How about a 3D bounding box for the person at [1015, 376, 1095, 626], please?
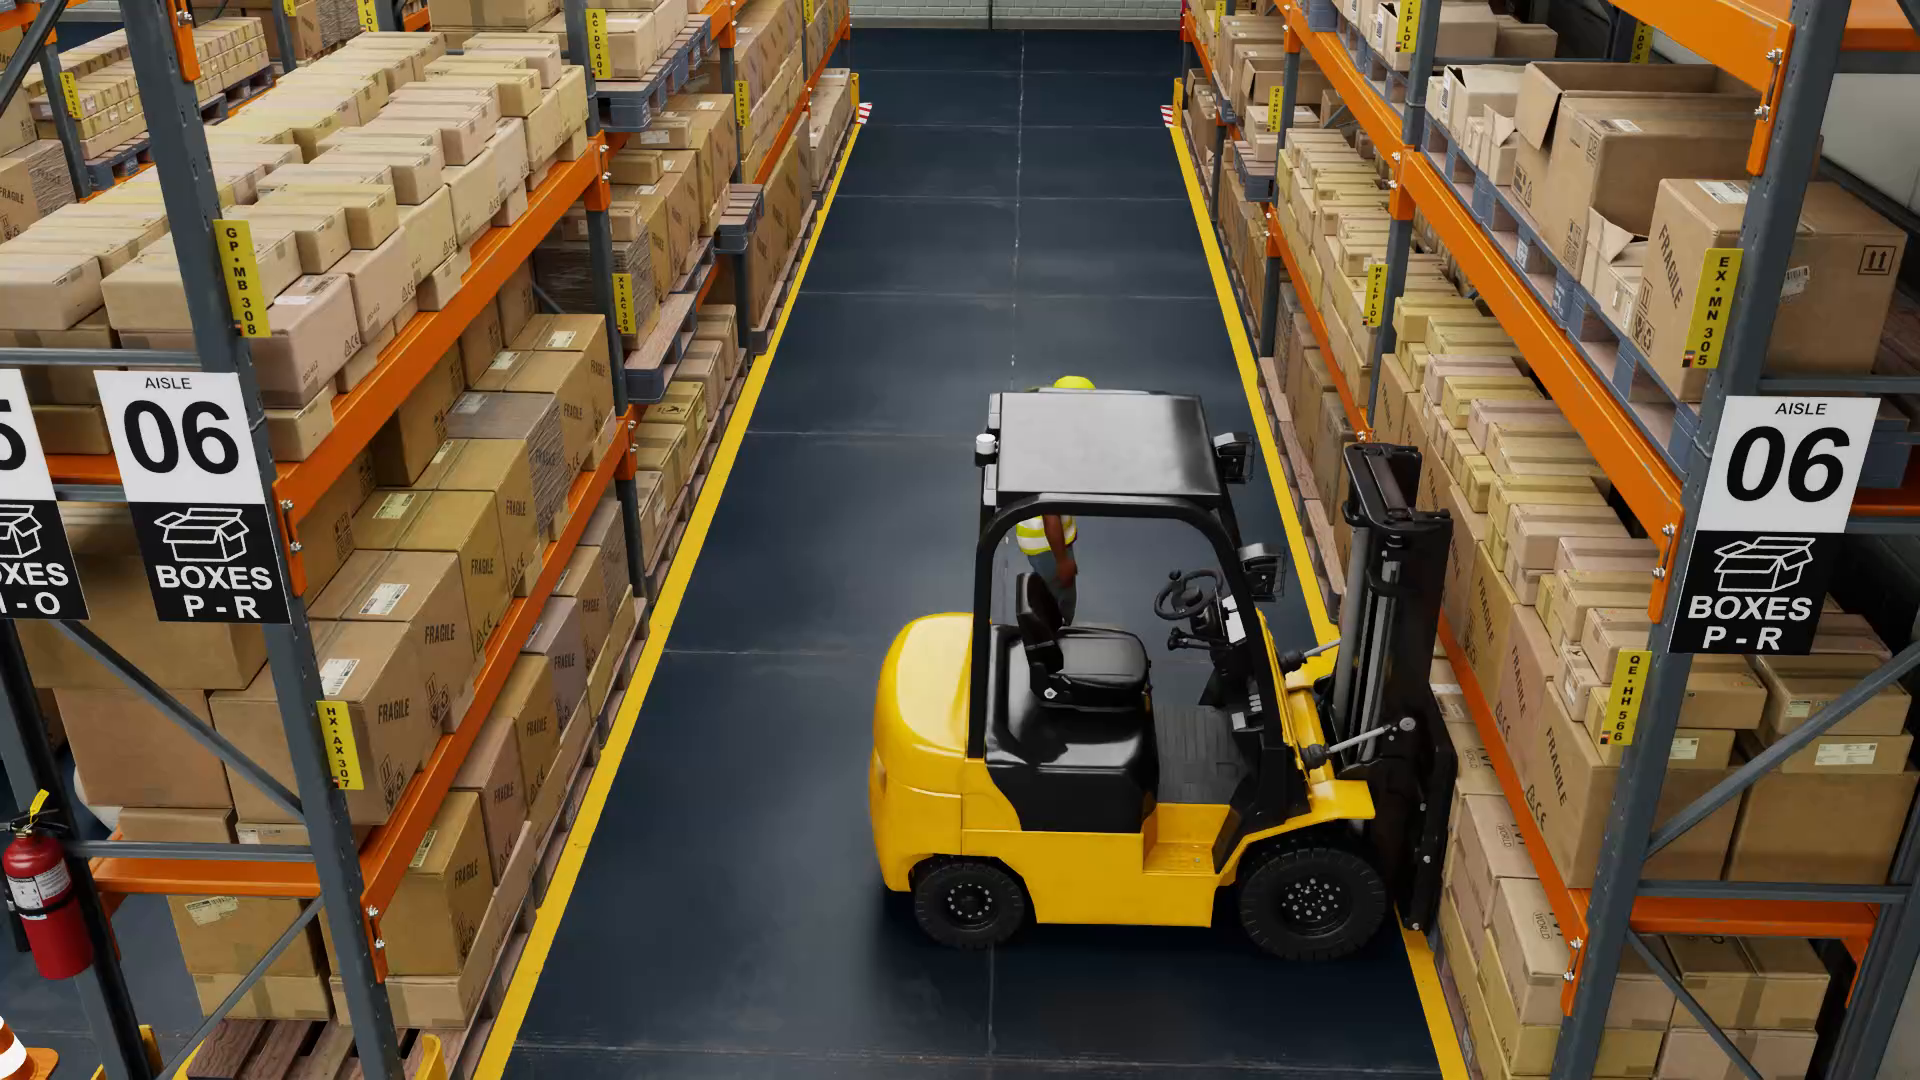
[{"bbox_3d":[0.506,-0.017,8.636,0.460,1.759,0.630,-1,28,-1],"label":"person"}]
